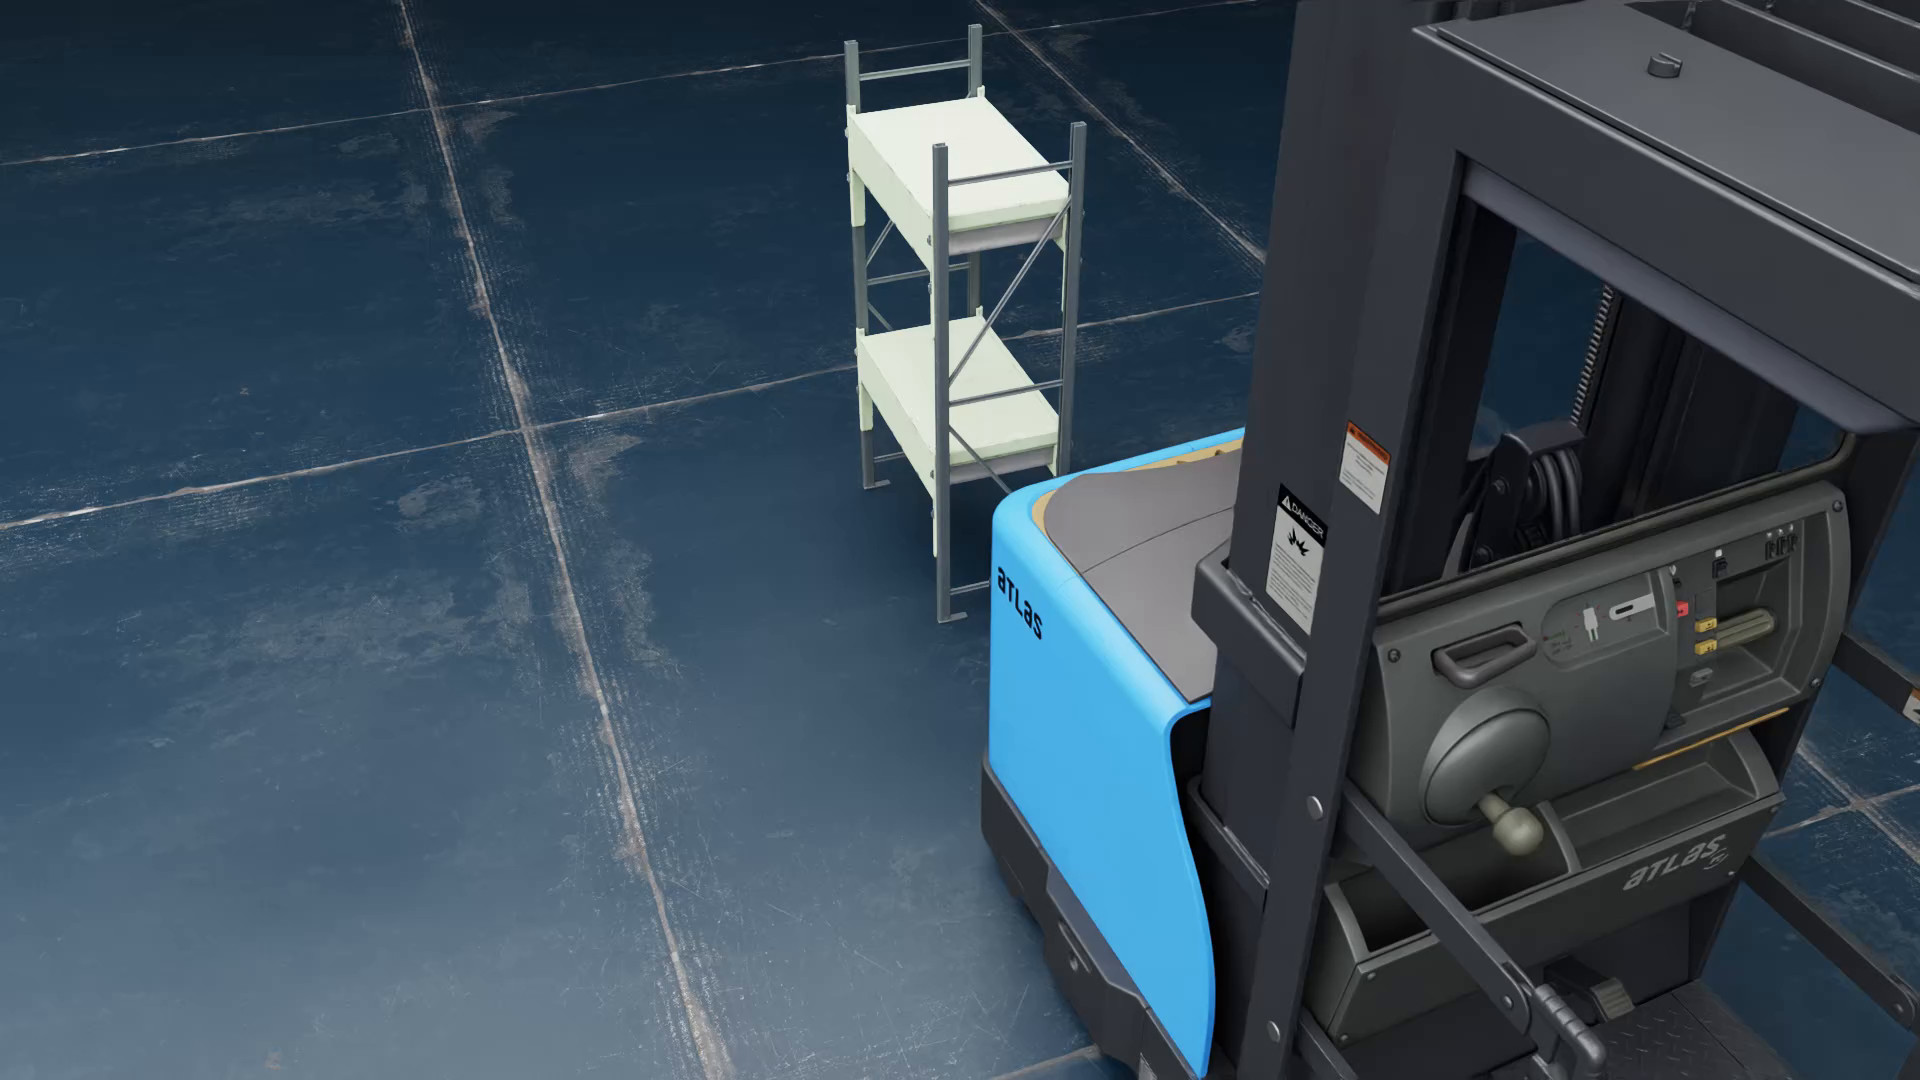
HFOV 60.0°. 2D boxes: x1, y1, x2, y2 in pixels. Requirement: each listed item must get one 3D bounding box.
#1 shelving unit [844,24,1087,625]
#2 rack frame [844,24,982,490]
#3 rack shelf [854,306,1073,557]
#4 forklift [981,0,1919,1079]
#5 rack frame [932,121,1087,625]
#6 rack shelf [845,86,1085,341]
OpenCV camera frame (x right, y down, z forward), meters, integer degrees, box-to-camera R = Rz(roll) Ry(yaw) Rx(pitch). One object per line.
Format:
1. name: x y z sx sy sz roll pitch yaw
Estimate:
1. shelving unit: -0.002 -0.603 4.804 0.431 1.500 0.755 -12 39 -16
2. rack frame: -0.128 -0.810 5.078 0.400 1.500 0.023 -12 39 -16
3. rack shelf: -0.002 -0.342 5.000 0.431 0.370 0.720 -12 39 -16
4. forklift: 1.131 0.269 2.456 1.130 2.935 3.031 -16 40 -20
5. rack frame: 0.124 -0.396 4.529 0.400 1.500 0.023 -12 39 -16
6. rack shelf: -0.002 -0.915 4.569 0.431 0.370 0.720 -12 39 -16
